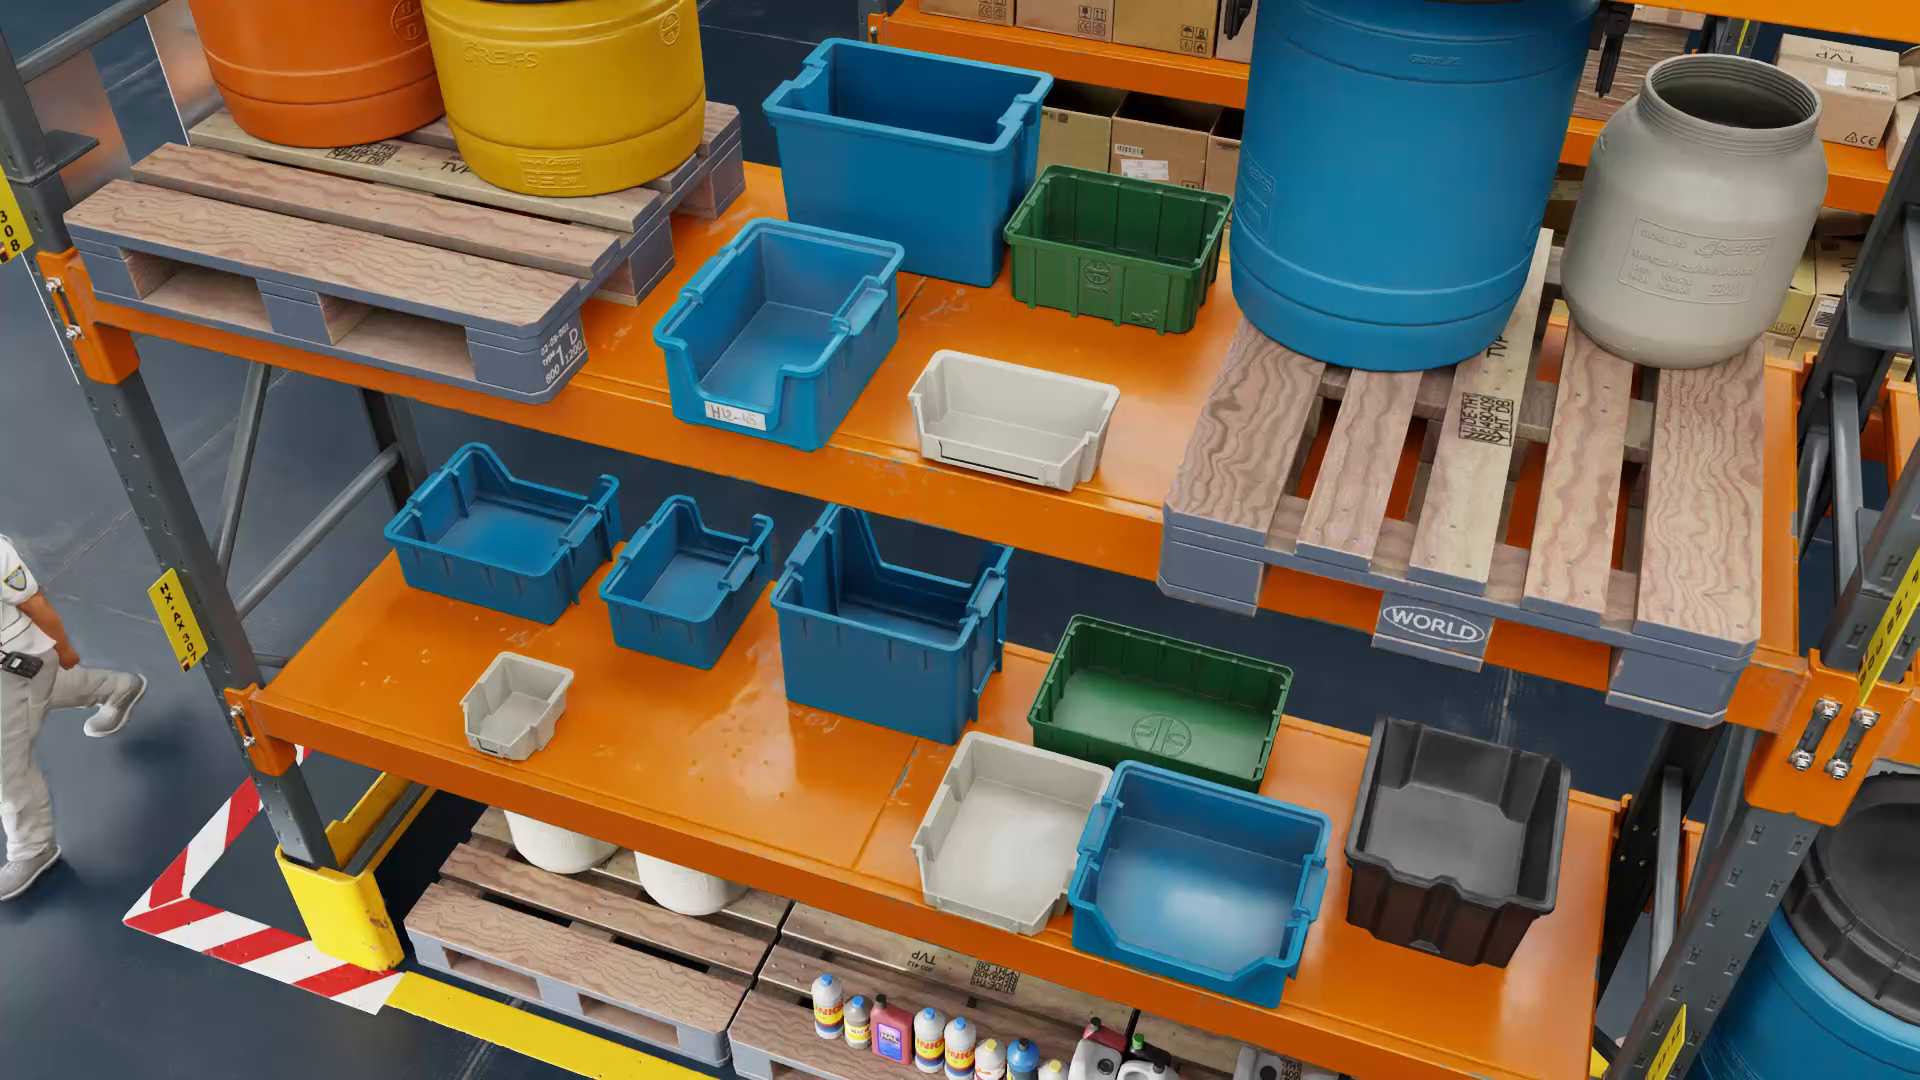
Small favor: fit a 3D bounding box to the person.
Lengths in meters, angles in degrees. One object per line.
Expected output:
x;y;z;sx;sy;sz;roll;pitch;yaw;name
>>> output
-3.321;0.374;5.728;0.472;1.614;0.984;19;45;20;person
